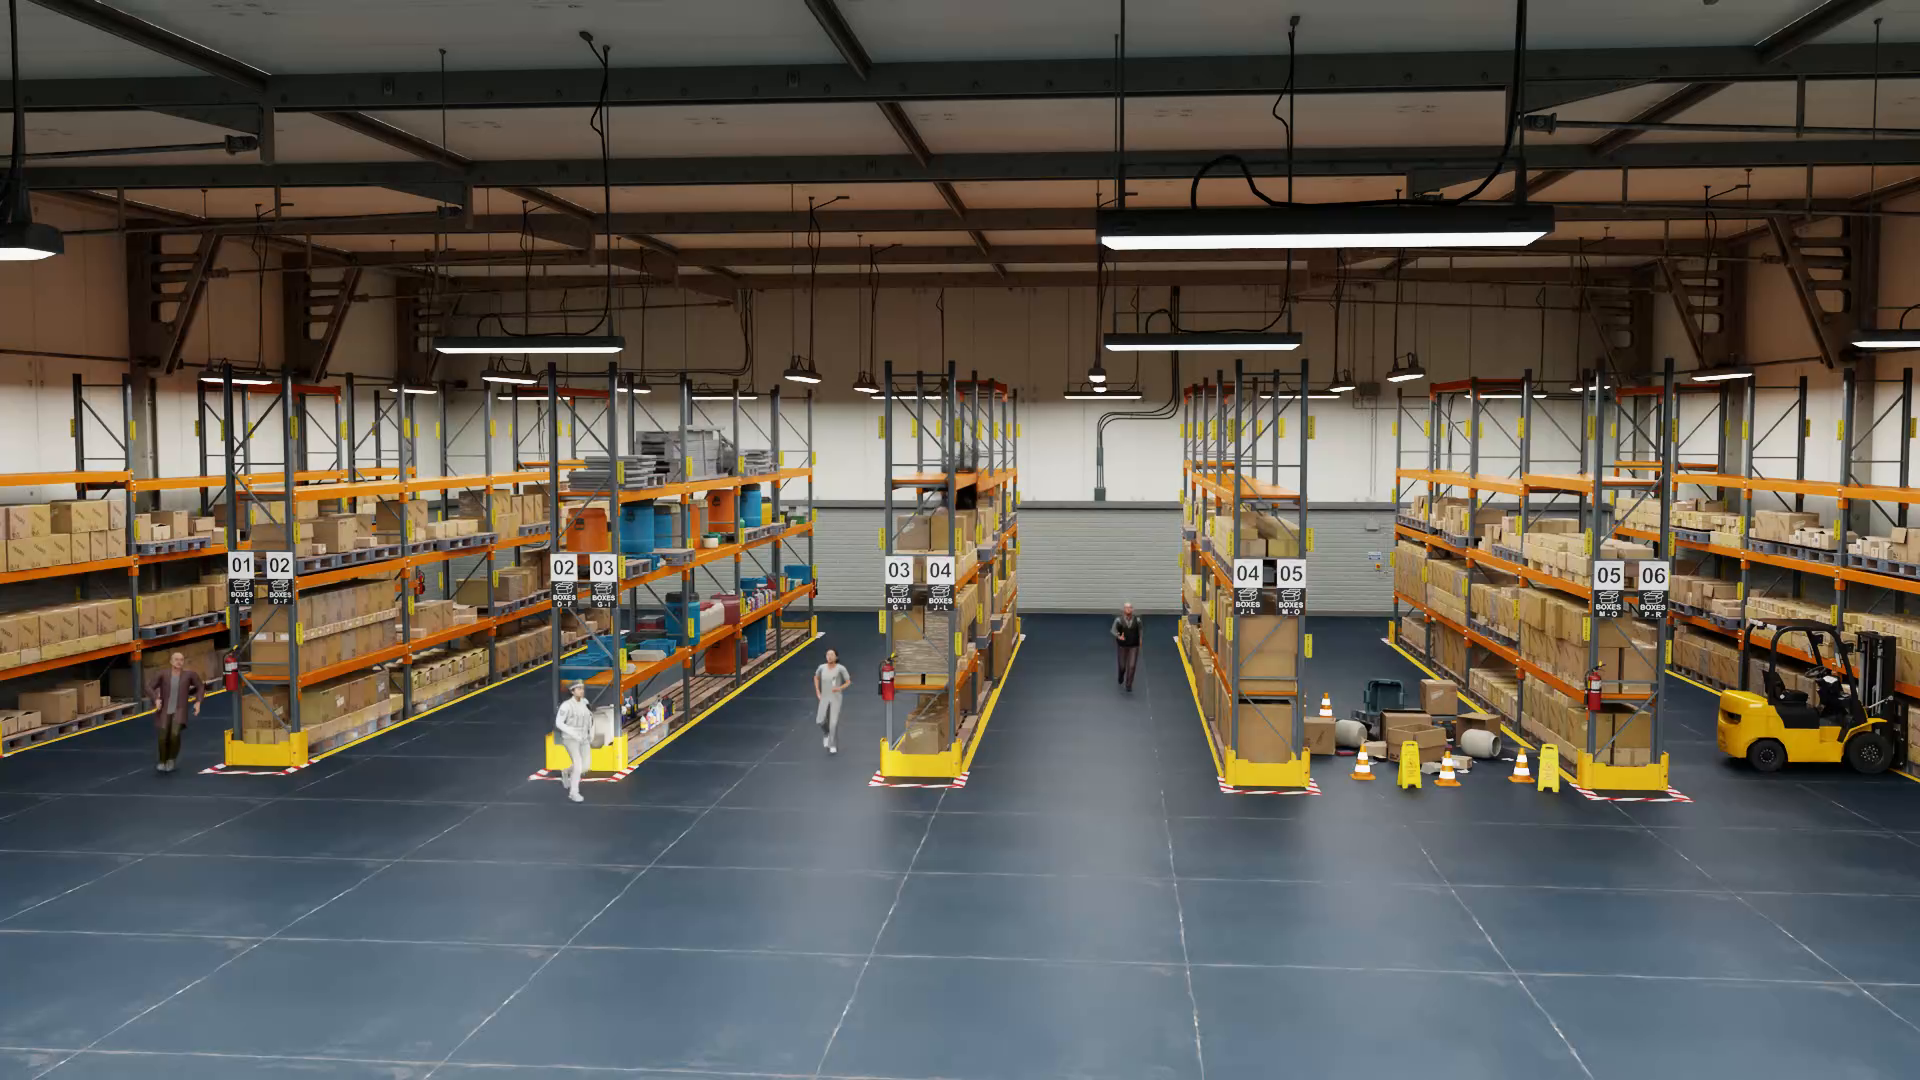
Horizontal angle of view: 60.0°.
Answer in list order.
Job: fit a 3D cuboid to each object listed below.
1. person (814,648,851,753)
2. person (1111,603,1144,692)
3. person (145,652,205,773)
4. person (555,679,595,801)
[{"bbox_3d":[-1.992,2.483,25.686,0.609,1.638,0.527,1,4,11],"label":"person"},{"bbox_3d":[3.232,2.052,32.006,0.664,1.687,0.720,0,4,-1],"label":"person"},{"bbox_3d":[-11.531,2.529,24.422,0.786,1.752,0.612,-1,4,-19],"label":"person"},{"bbox_3d":[-5.242,2.703,22.662,0.599,1.662,0.665,3,5,37],"label":"person"}]
